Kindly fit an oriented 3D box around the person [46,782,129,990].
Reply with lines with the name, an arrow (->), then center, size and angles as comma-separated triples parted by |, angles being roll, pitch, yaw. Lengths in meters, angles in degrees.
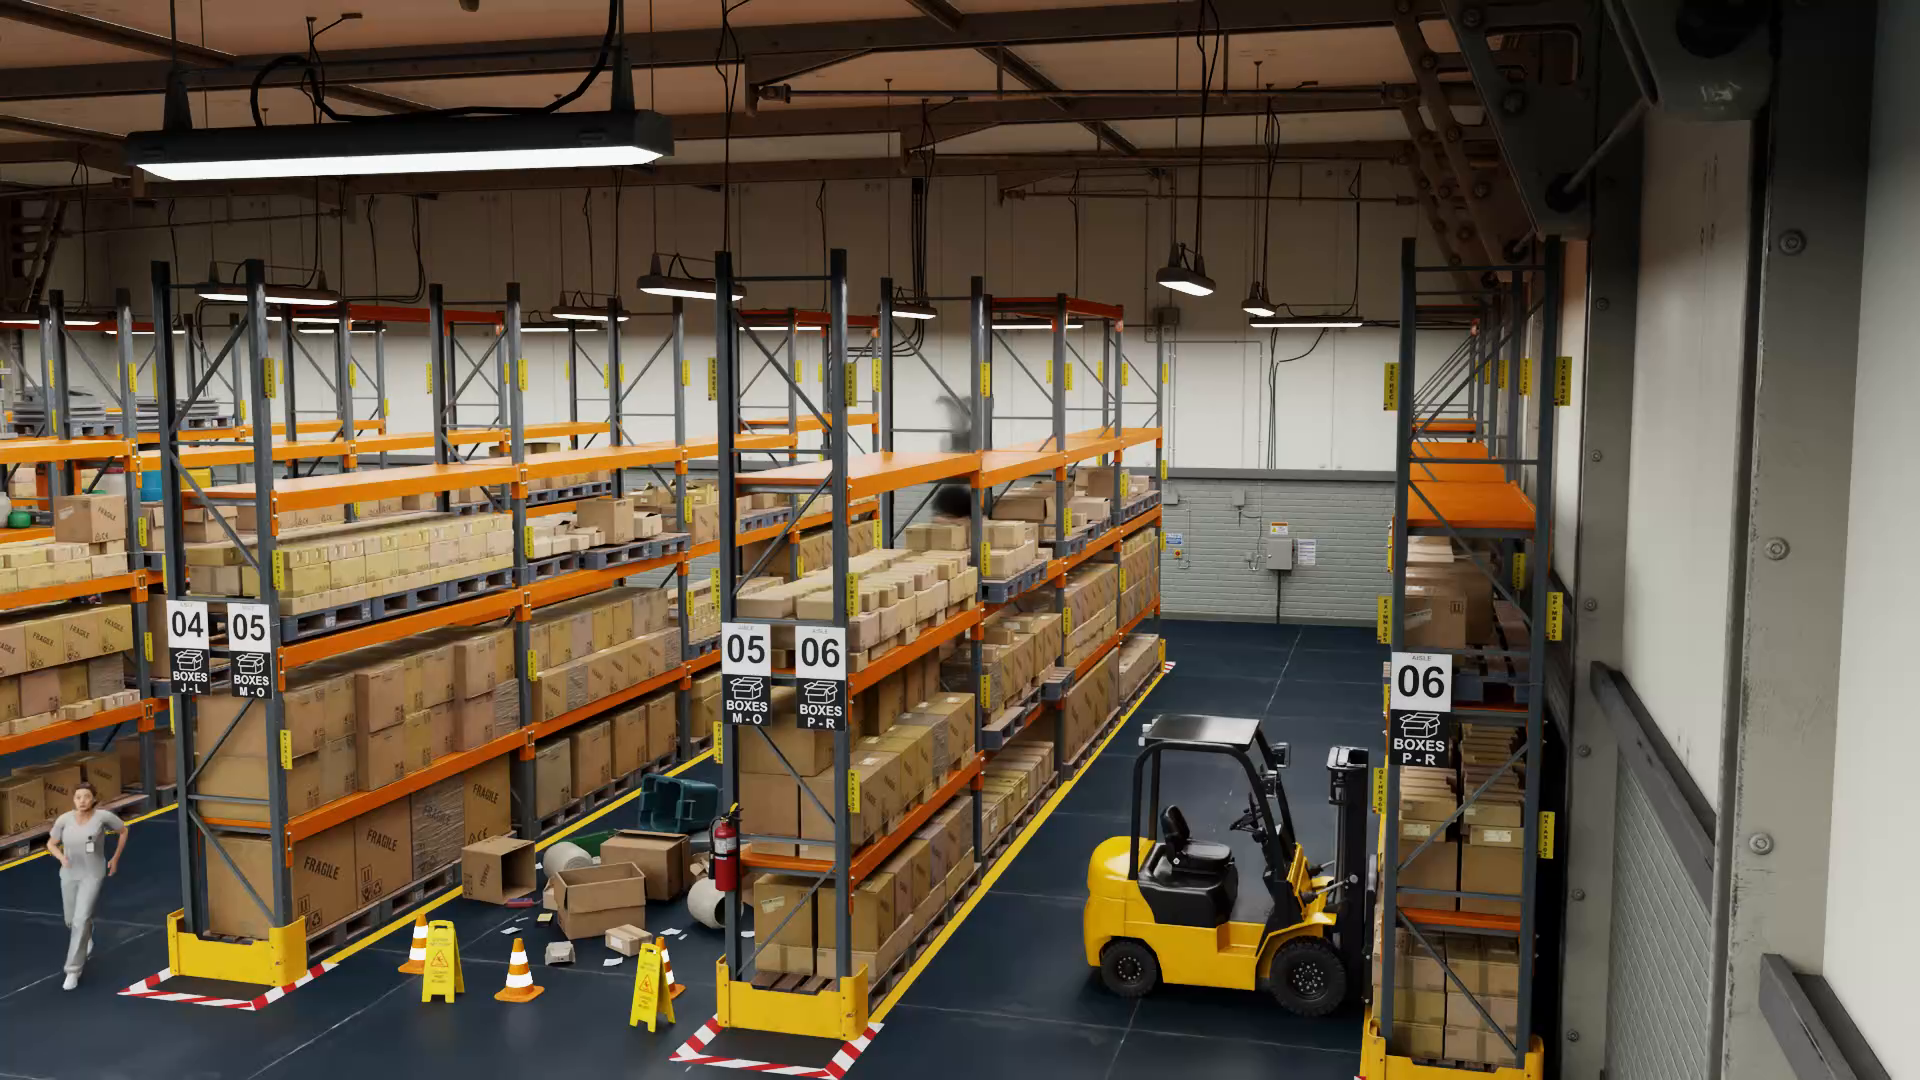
person -> -7.399, 2.866, 14.127 | 0.601, 1.675, 0.860 | -1, 6, -11
